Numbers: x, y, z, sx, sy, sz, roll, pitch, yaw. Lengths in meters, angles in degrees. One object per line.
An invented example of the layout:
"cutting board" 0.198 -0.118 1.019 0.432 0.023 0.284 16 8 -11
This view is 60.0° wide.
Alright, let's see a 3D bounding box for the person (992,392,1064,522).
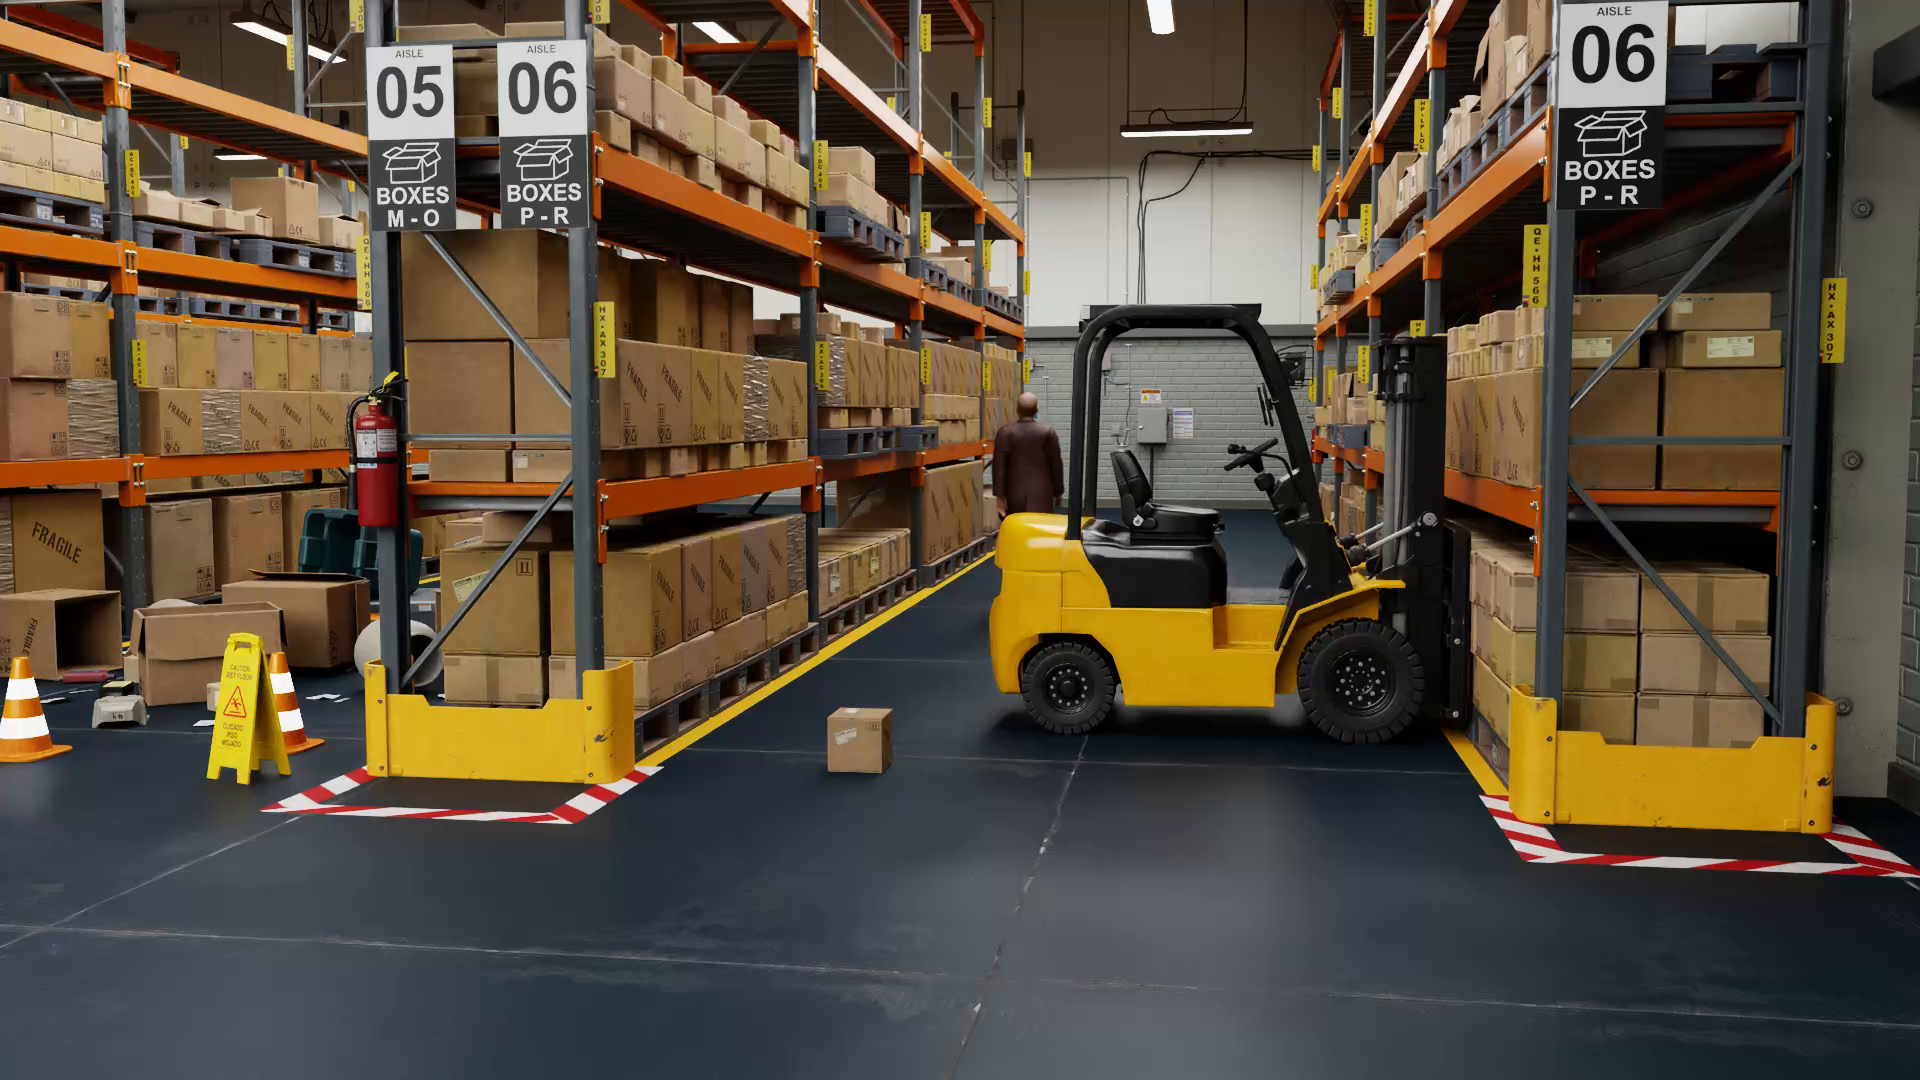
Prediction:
"person" 0.586 -0.339 14.156 0.596 1.825 0.811 1 4 7
